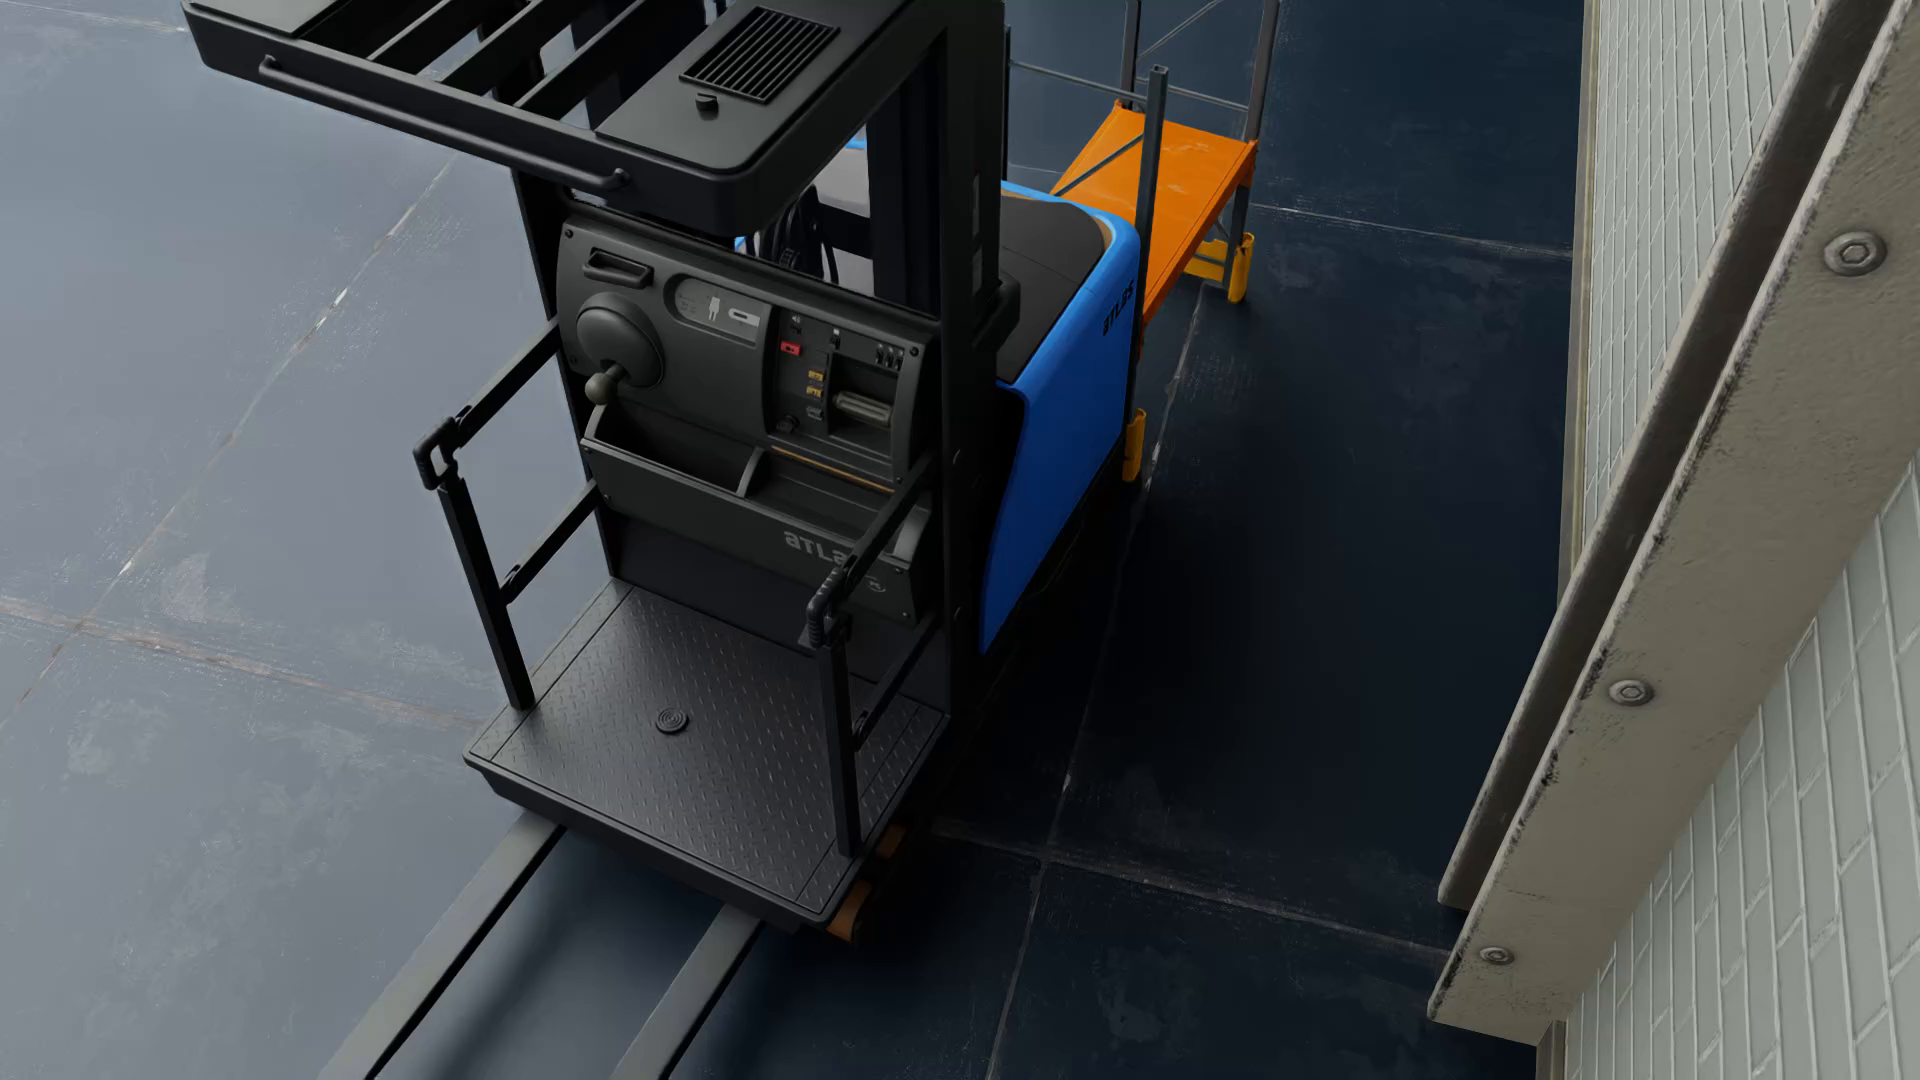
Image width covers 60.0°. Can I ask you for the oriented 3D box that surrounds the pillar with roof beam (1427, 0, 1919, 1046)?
[{"bbox_3d":[-2.777,-2.734,1.661,9.100,9.000,0.400,12,50,10],"label":"pillar with roof beam"}]

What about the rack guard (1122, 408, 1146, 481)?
[{"bbox_3d":[0.316,-0.395,5.432,0.587,0.250,0.087,21,52,17],"label":"rack guard"}]

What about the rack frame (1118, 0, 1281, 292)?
[{"bbox_3d":[0.772,-1.489,5.564,0.500,1.500,0.032,21,52,17],"label":"rack frame"}]

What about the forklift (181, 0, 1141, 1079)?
[{"bbox_3d":[-0.595,-0.317,3.575,1.130,2.935,3.031,21,52,17],"label":"forklift"}]

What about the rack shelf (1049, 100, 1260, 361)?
[{"bbox_3d":[0.544,-1.029,5.398,0.538,0.185,1.000,21,52,17],"label":"rack shelf"}]

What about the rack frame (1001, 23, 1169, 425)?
[{"bbox_3d":[0.316,-0.807,4.962,0.500,1.500,0.032,21,52,17],"label":"rack frame"}]

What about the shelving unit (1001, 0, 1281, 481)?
[{"bbox_3d":[0.540,-1.142,5.258,0.587,1.500,1.083,21,52,17],"label":"shelving unit"}]

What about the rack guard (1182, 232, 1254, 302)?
[{"bbox_3d":[0.763,-1.062,6.021,0.587,0.250,0.087,21,52,17],"label":"rack guard"}]
